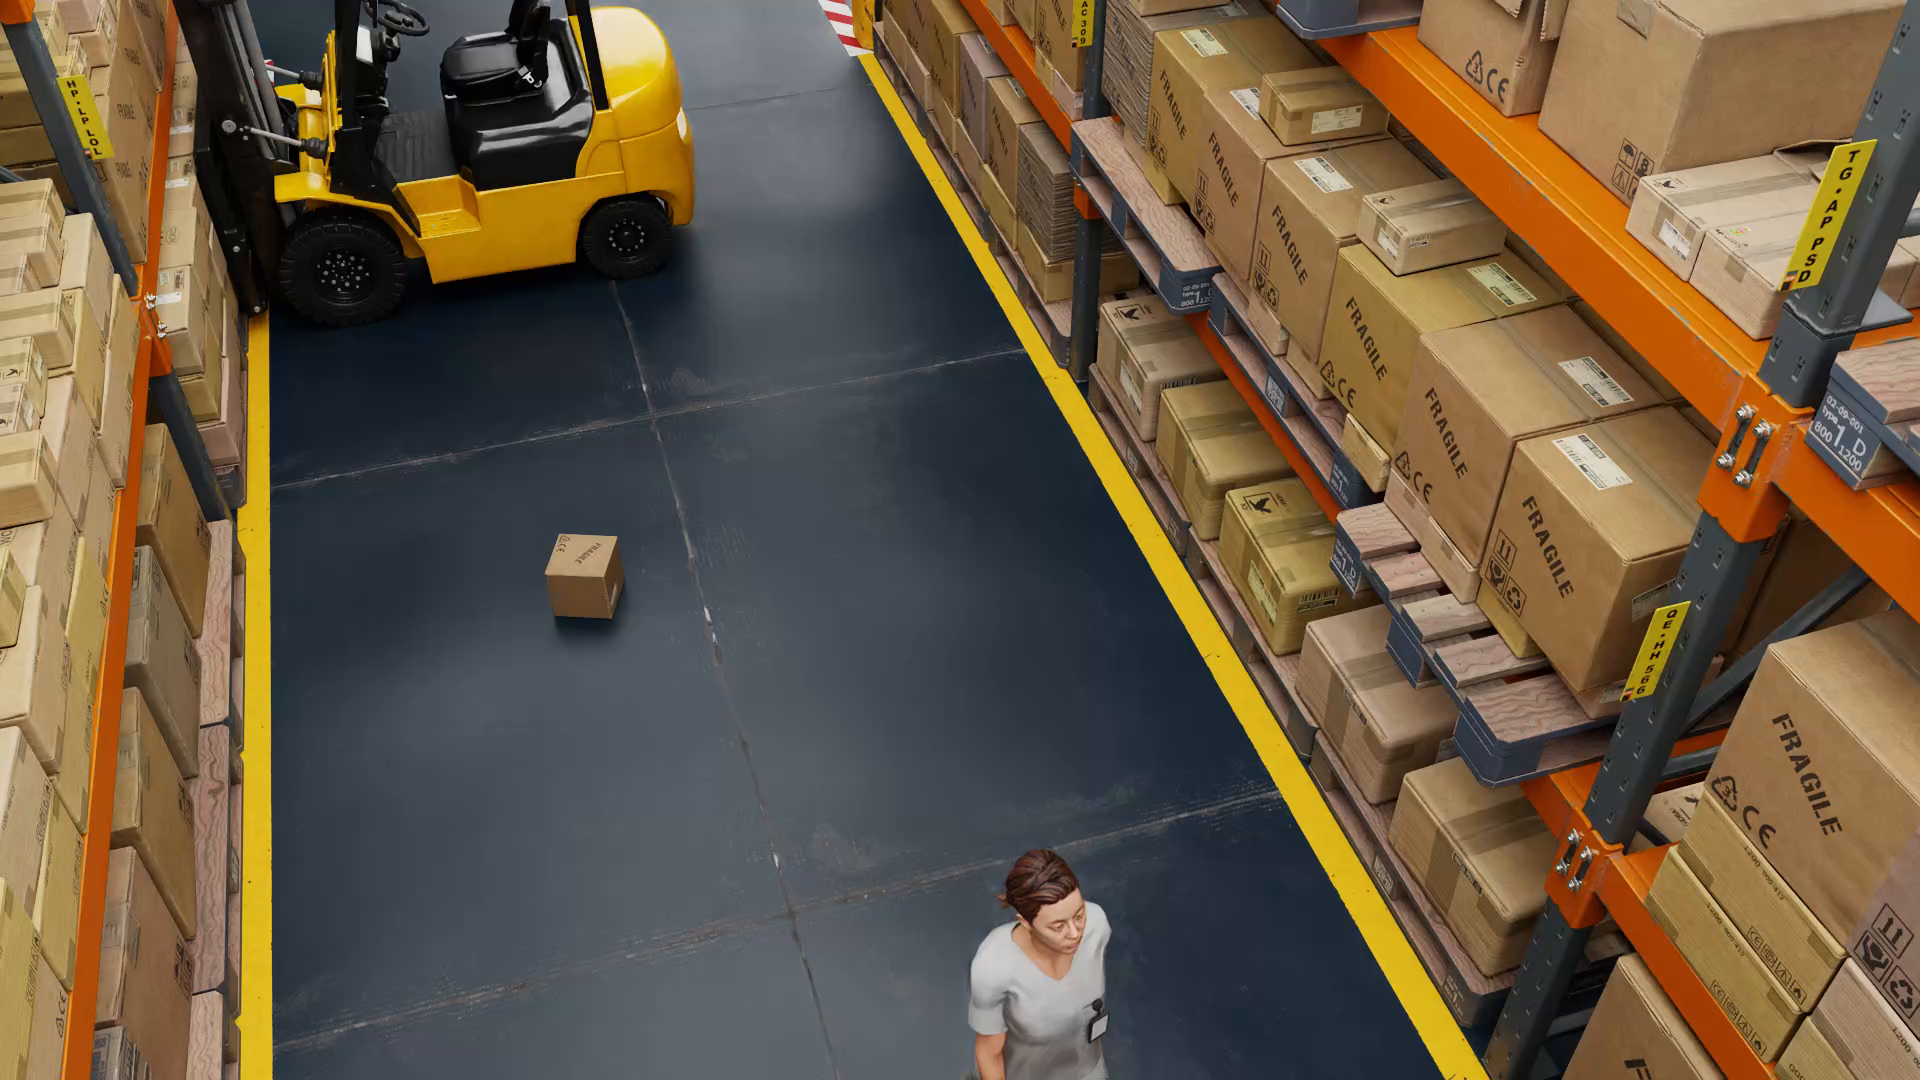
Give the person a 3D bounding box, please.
[{"bbox_3d":[0.248,1.471,4.535,0.442,1.607,1.009,-15,44,-15],"label":"person"}]
